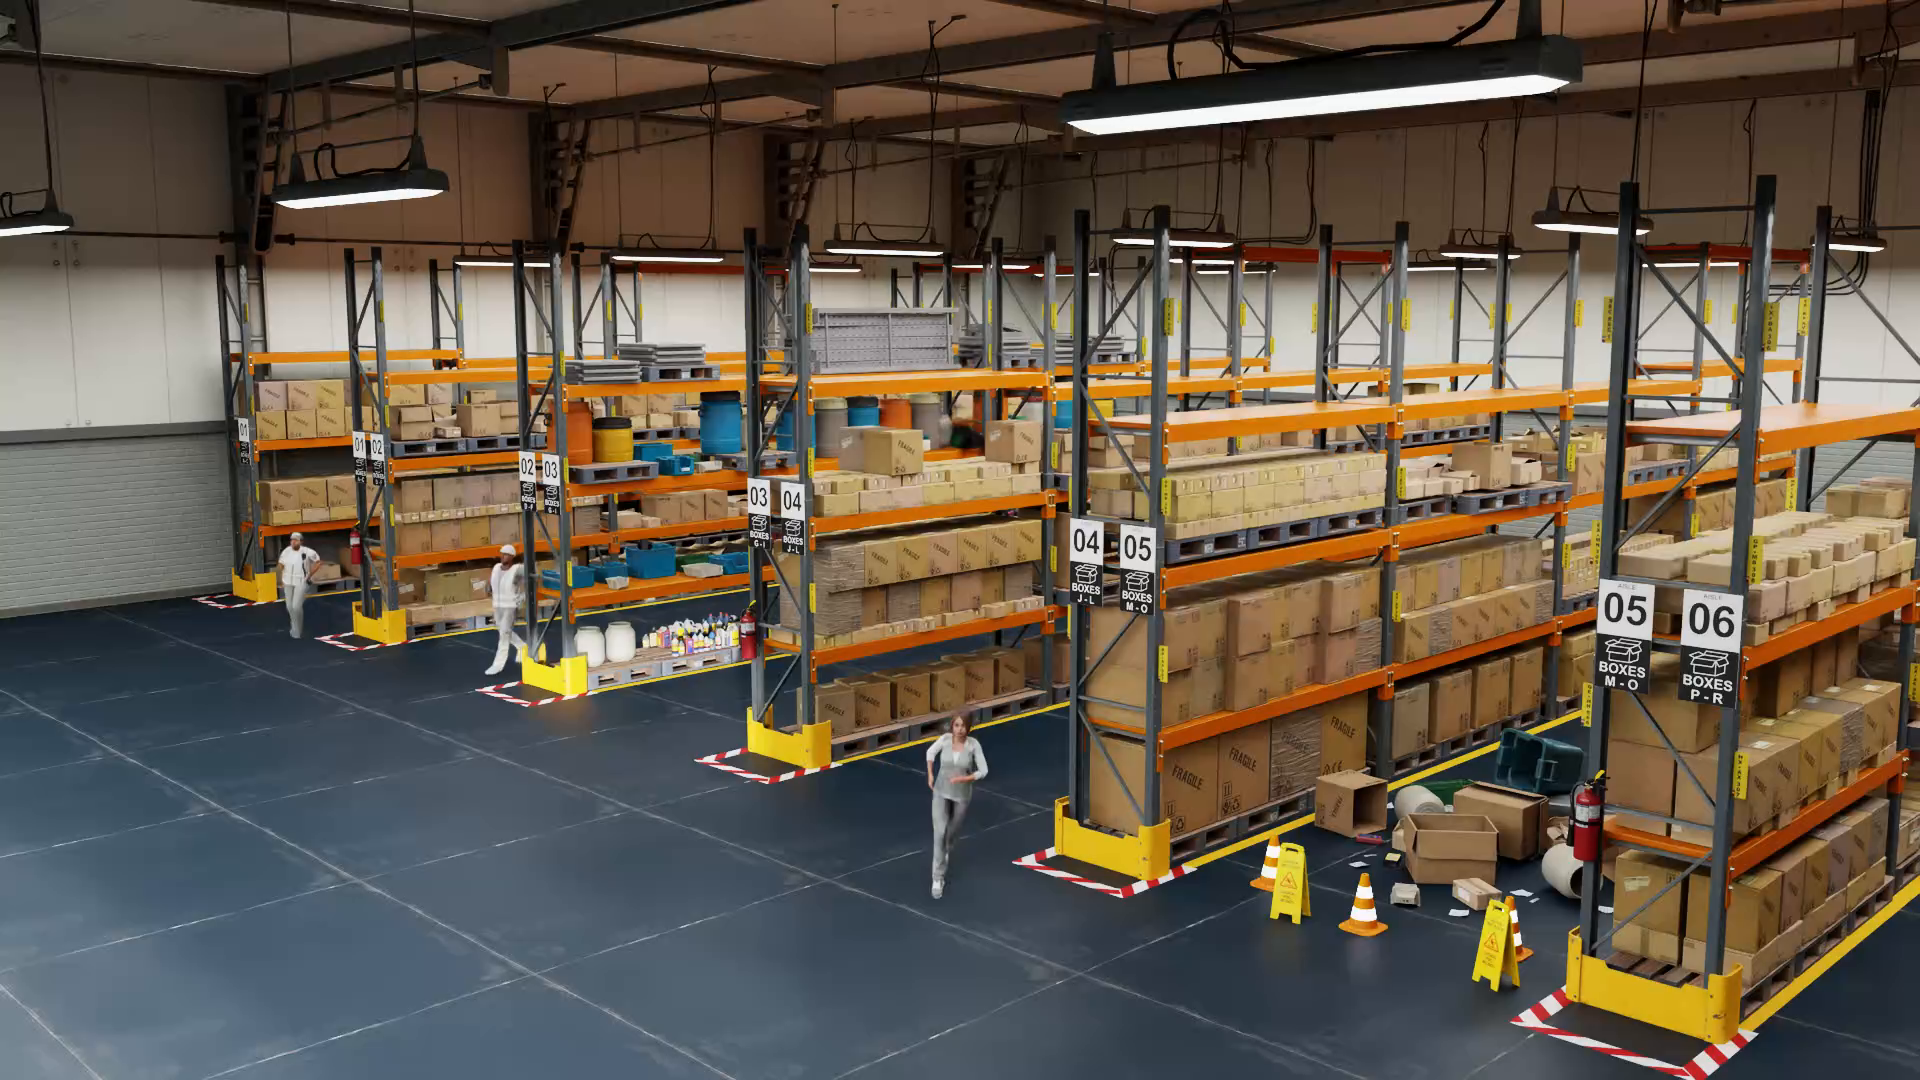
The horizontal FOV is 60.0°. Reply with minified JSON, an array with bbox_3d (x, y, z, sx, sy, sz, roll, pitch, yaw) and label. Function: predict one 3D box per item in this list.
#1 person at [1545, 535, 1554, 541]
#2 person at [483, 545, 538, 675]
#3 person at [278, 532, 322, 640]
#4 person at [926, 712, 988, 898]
[{"bbox_3d":[9.034,0.734,25.532,0.624,1.637,0.544,-7,10,-39],"label":"person"},{"bbox_3d":[-6.372,0.943,23.389,0.693,1.766,0.959,4,9,28],"label":"person"},{"bbox_3d":[-10.273,0.718,25.822,0.604,1.707,0.700,1,8,5],"label":"person"},{"bbox_3d":[-0.028,2.301,14.859,0.556,1.601,0.826,0,8,2],"label":"person"}]
